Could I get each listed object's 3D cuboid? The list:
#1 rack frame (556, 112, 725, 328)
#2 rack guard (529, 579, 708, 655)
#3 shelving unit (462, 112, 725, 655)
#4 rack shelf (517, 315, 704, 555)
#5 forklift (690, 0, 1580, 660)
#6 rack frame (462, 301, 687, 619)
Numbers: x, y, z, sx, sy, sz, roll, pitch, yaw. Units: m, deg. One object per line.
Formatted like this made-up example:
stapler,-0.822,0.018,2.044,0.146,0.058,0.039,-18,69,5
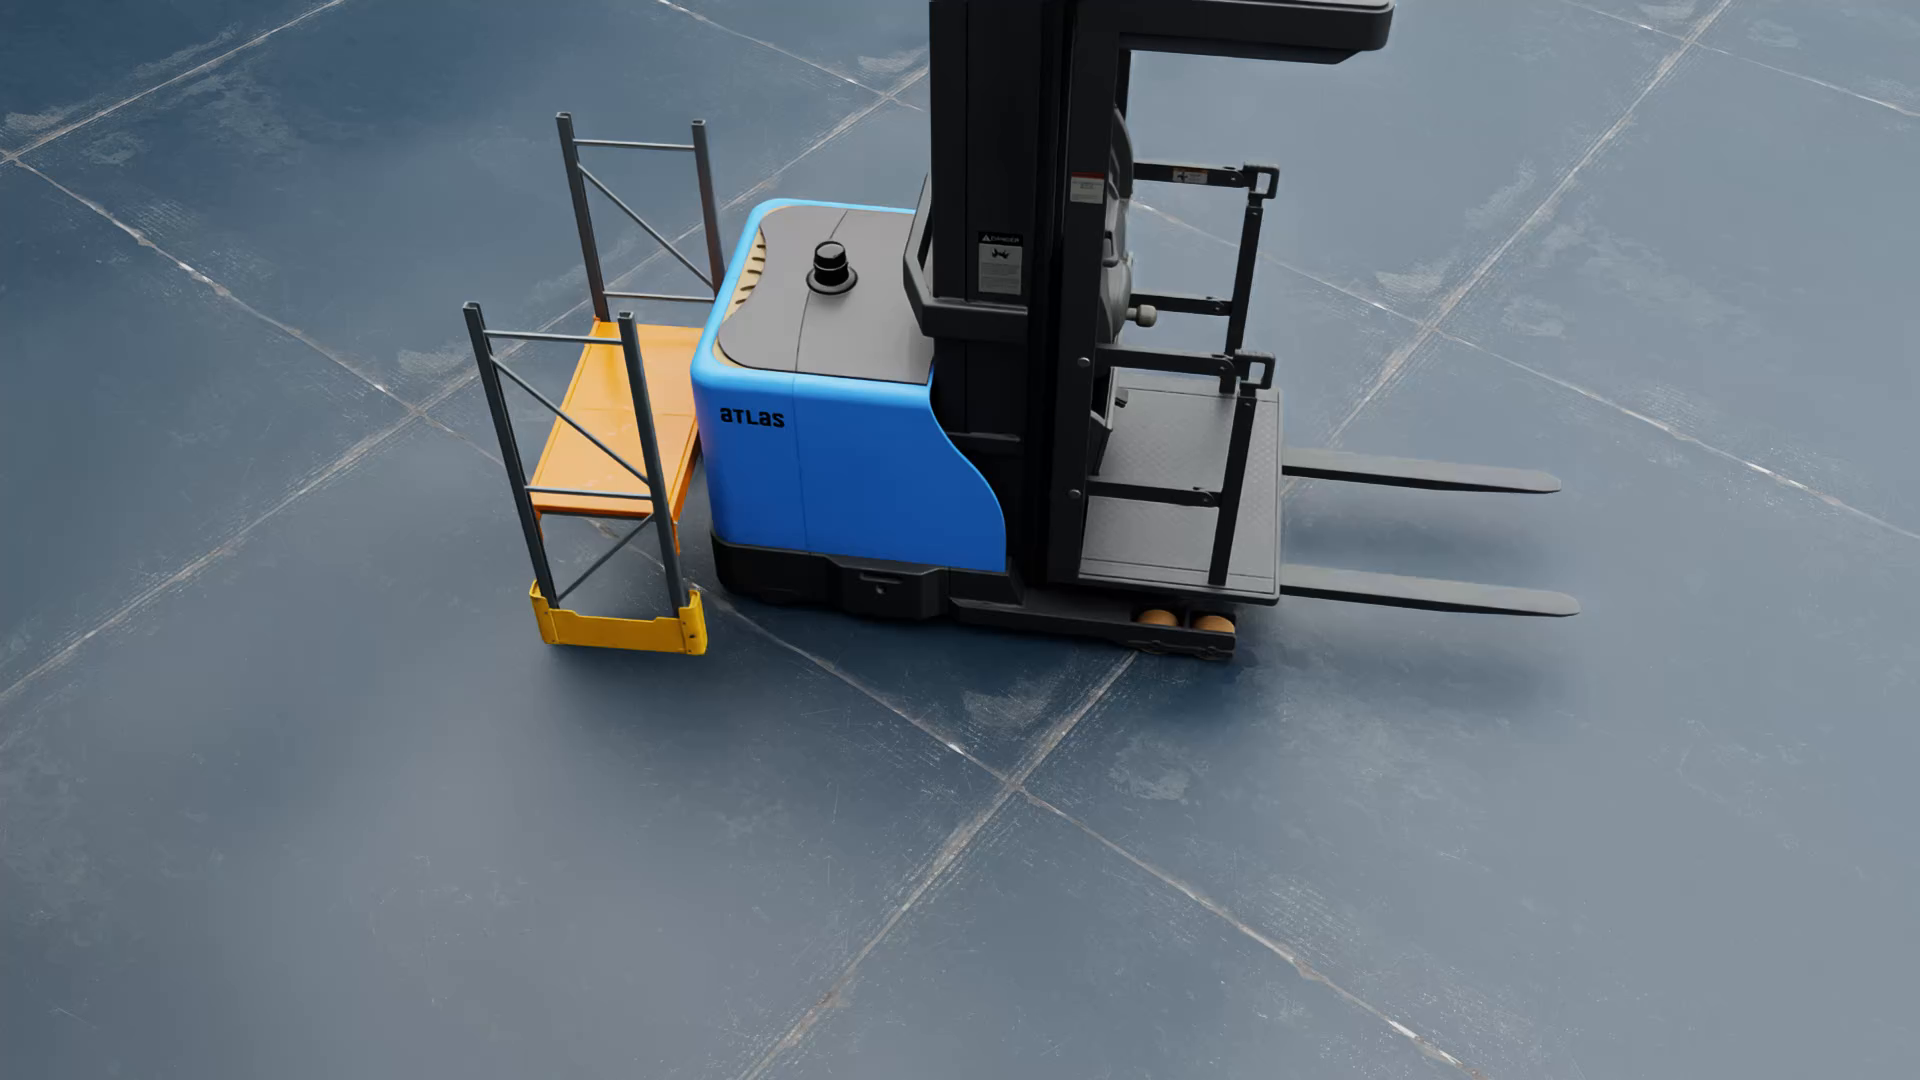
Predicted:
rack frame,-1.092,-0.880,6.053,0.500,1.500,0.032,4,46,4
rack guard,-1.190,0.270,5.820,0.587,0.250,0.087,4,46,4
shelving unit,-1.141,-0.520,5.710,0.587,1.500,1.083,4,46,4
rack shelf,-1.142,-0.390,5.834,0.538,0.185,1.000,4,46,4
forklift,0.676,-1.004,5.182,3.031,2.935,1.130,6,47,6
rack frame,-1.192,-0.148,5.354,0.500,1.500,0.032,4,46,4
